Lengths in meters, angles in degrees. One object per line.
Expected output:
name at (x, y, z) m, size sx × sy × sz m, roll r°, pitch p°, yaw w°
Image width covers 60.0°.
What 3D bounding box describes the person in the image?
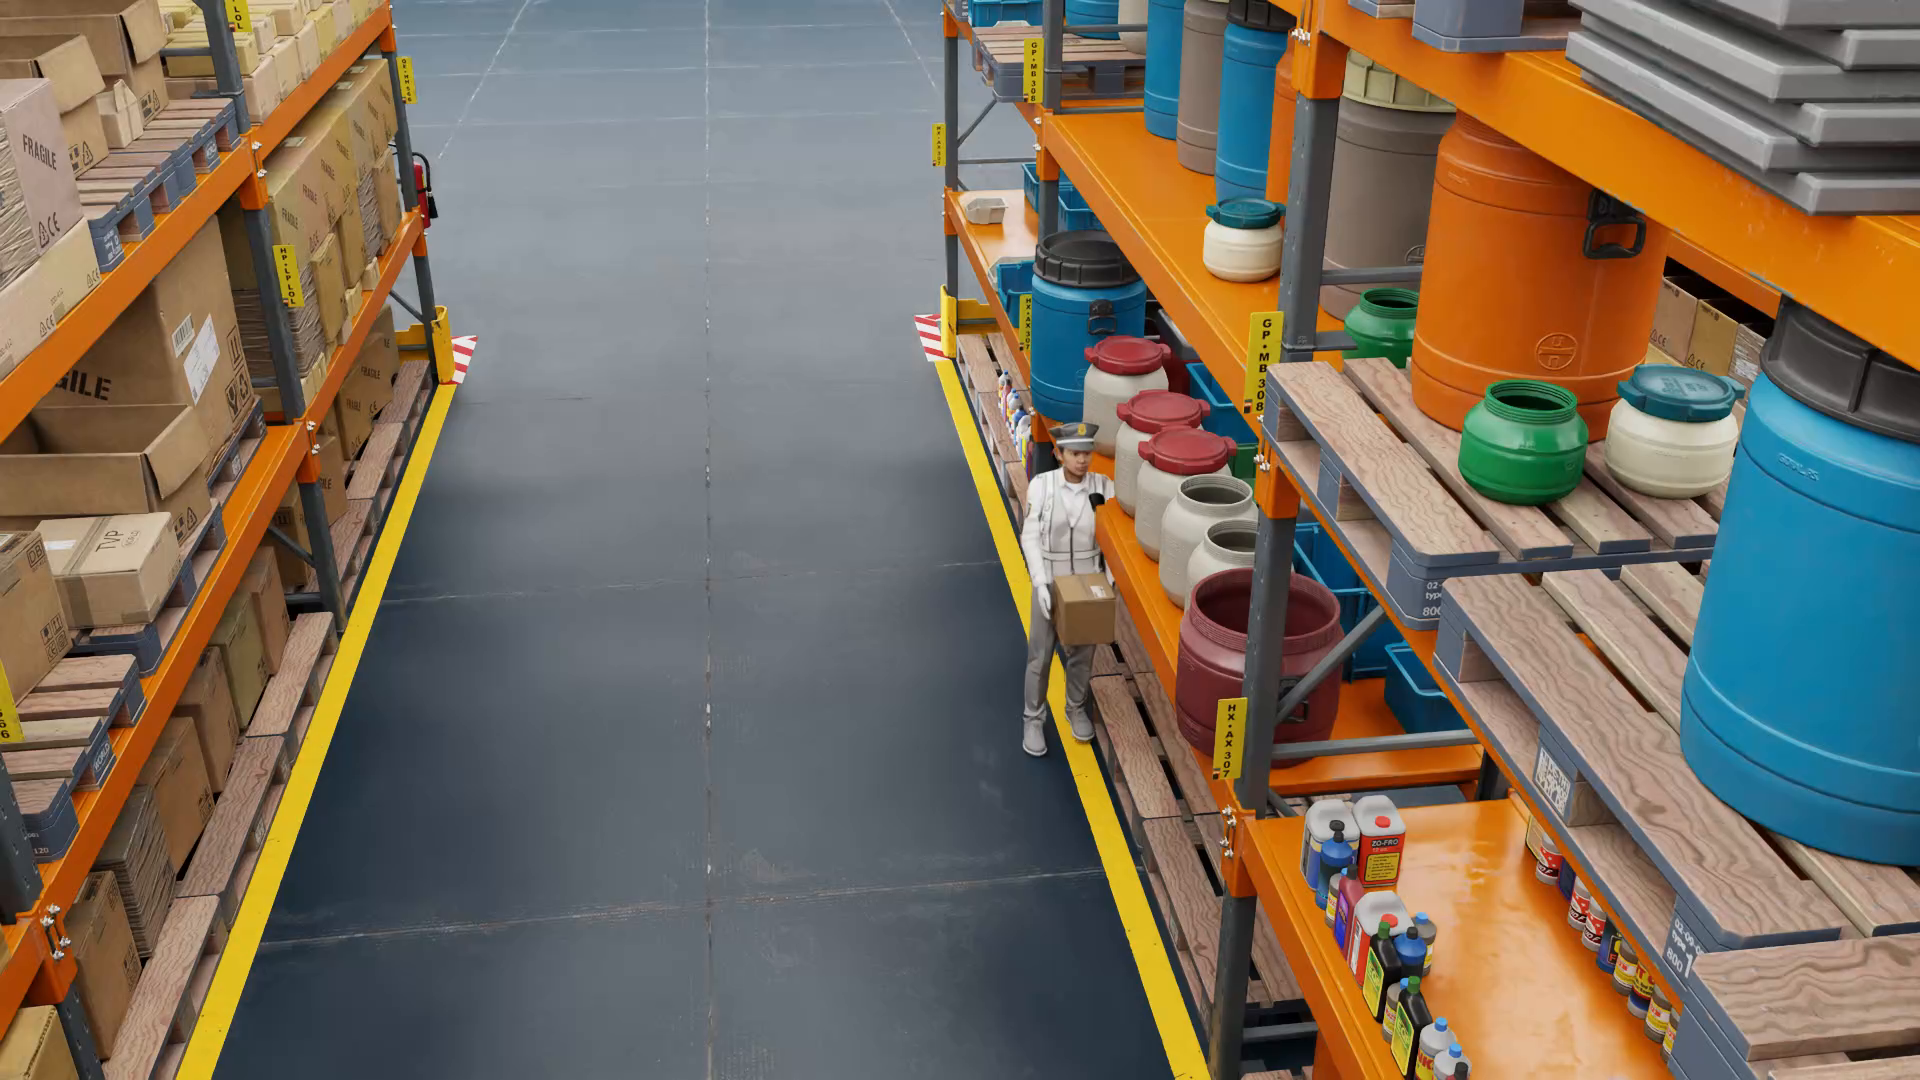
person at (0.553, 0.221, 8.152) m, size 0.510 × 1.699 × 0.486 m, roll -3°, pitch 27°, yaw -6°
